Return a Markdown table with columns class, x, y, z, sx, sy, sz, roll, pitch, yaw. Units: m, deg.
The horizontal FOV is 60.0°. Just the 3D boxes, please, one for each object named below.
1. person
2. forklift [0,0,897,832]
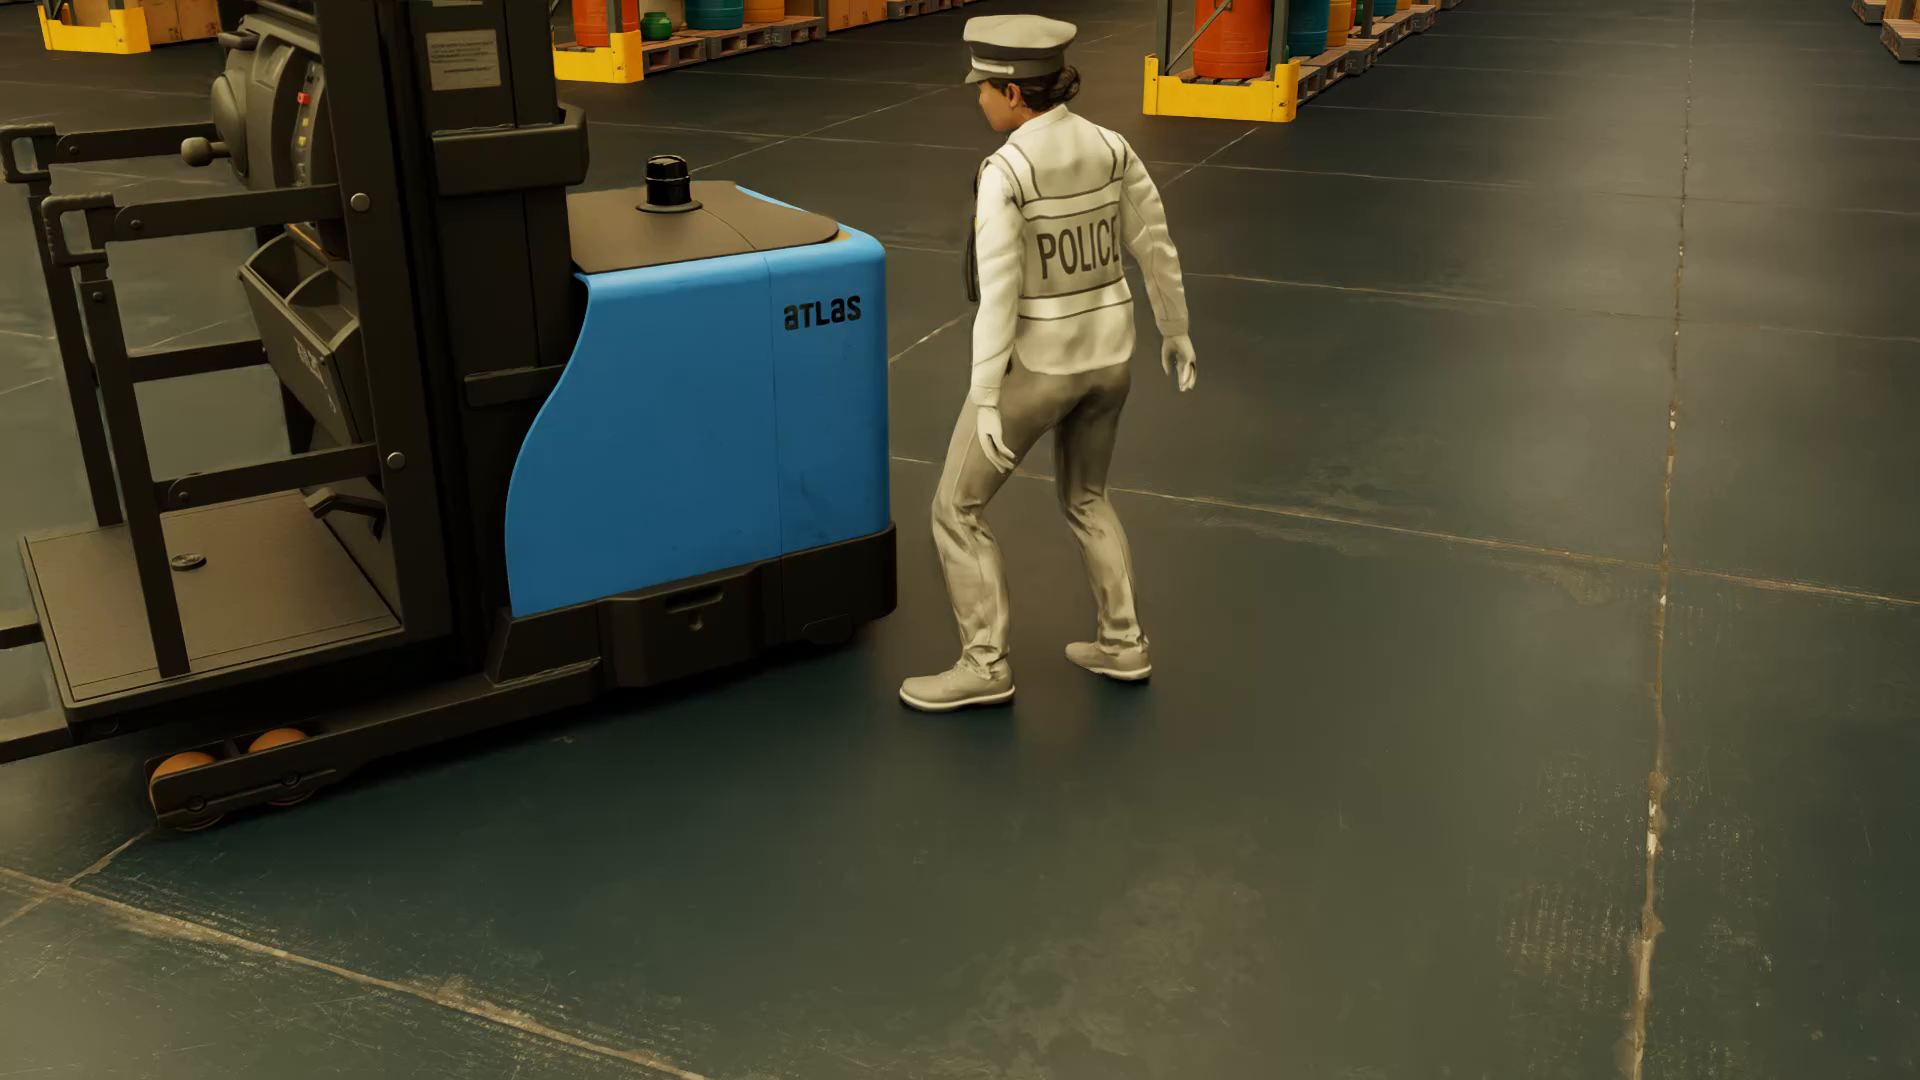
| class | x | y | z | sx | sy | sz | roll | pitch | yaw |
| --- | --- | --- | --- | --- | --- | --- | --- | --- | --- |
| person | 0.228 | -0.394 | 3.976 | 0.809 | 1.642 | 0.417 | -16 | 28 | -34 |
| forklift | -1.689 | -0.956 | 3.580 | 3.031 | 2.935 | 1.130 | -14 | 26 | -30 |
